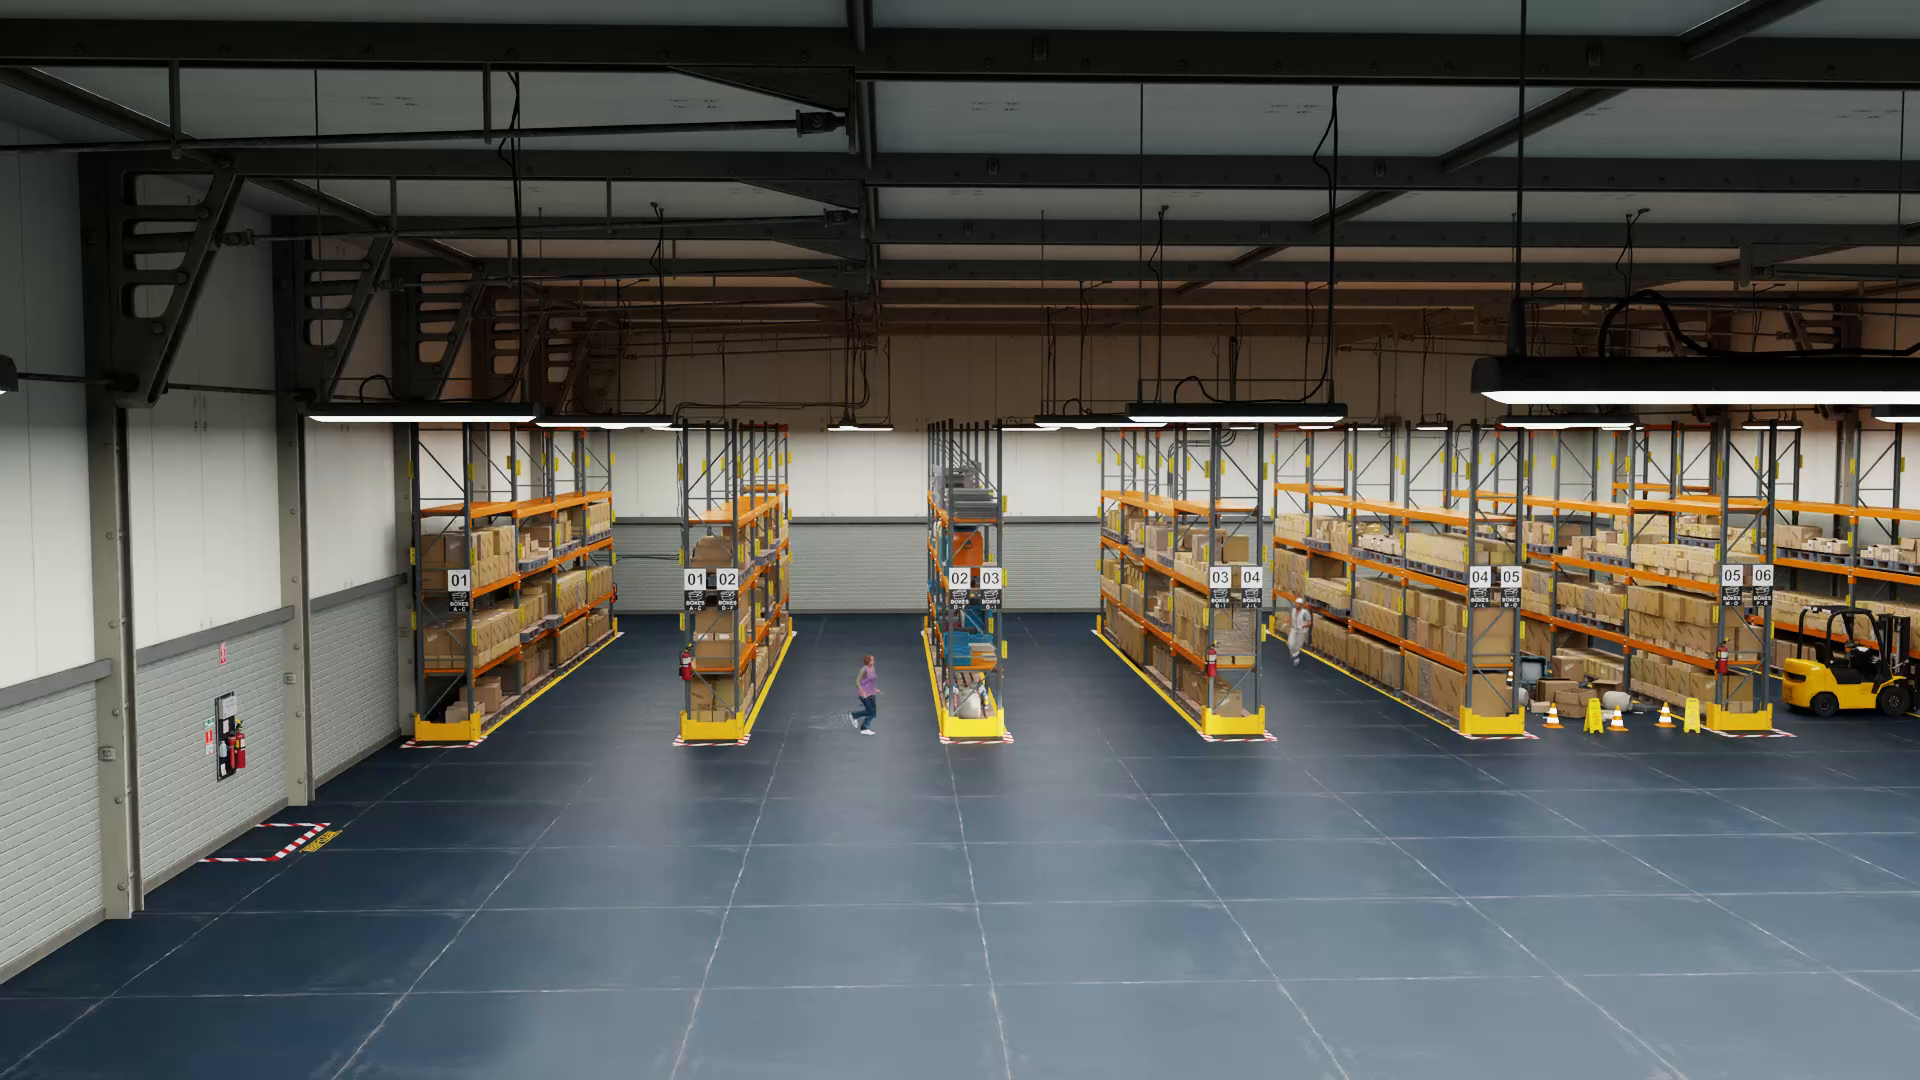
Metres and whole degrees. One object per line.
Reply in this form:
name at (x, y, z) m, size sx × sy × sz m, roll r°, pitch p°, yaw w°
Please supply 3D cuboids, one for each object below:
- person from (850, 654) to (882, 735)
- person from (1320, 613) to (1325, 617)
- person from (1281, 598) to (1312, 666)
person at (-1.799, 2.933, 31.604) m, size 0.579 × 1.545 × 0.523 m, roll 2°, pitch 4°, yaw 32°
person at (10.790, 1.727, 48.277) m, size 0.786 × 1.818 × 0.671 m, roll 3°, pitch 5°, yaw 43°
person at (8.341, 2.269, 41.113) m, size 0.781 × 1.705 × 0.620 m, roll 2°, pitch 4°, yaw 28°
